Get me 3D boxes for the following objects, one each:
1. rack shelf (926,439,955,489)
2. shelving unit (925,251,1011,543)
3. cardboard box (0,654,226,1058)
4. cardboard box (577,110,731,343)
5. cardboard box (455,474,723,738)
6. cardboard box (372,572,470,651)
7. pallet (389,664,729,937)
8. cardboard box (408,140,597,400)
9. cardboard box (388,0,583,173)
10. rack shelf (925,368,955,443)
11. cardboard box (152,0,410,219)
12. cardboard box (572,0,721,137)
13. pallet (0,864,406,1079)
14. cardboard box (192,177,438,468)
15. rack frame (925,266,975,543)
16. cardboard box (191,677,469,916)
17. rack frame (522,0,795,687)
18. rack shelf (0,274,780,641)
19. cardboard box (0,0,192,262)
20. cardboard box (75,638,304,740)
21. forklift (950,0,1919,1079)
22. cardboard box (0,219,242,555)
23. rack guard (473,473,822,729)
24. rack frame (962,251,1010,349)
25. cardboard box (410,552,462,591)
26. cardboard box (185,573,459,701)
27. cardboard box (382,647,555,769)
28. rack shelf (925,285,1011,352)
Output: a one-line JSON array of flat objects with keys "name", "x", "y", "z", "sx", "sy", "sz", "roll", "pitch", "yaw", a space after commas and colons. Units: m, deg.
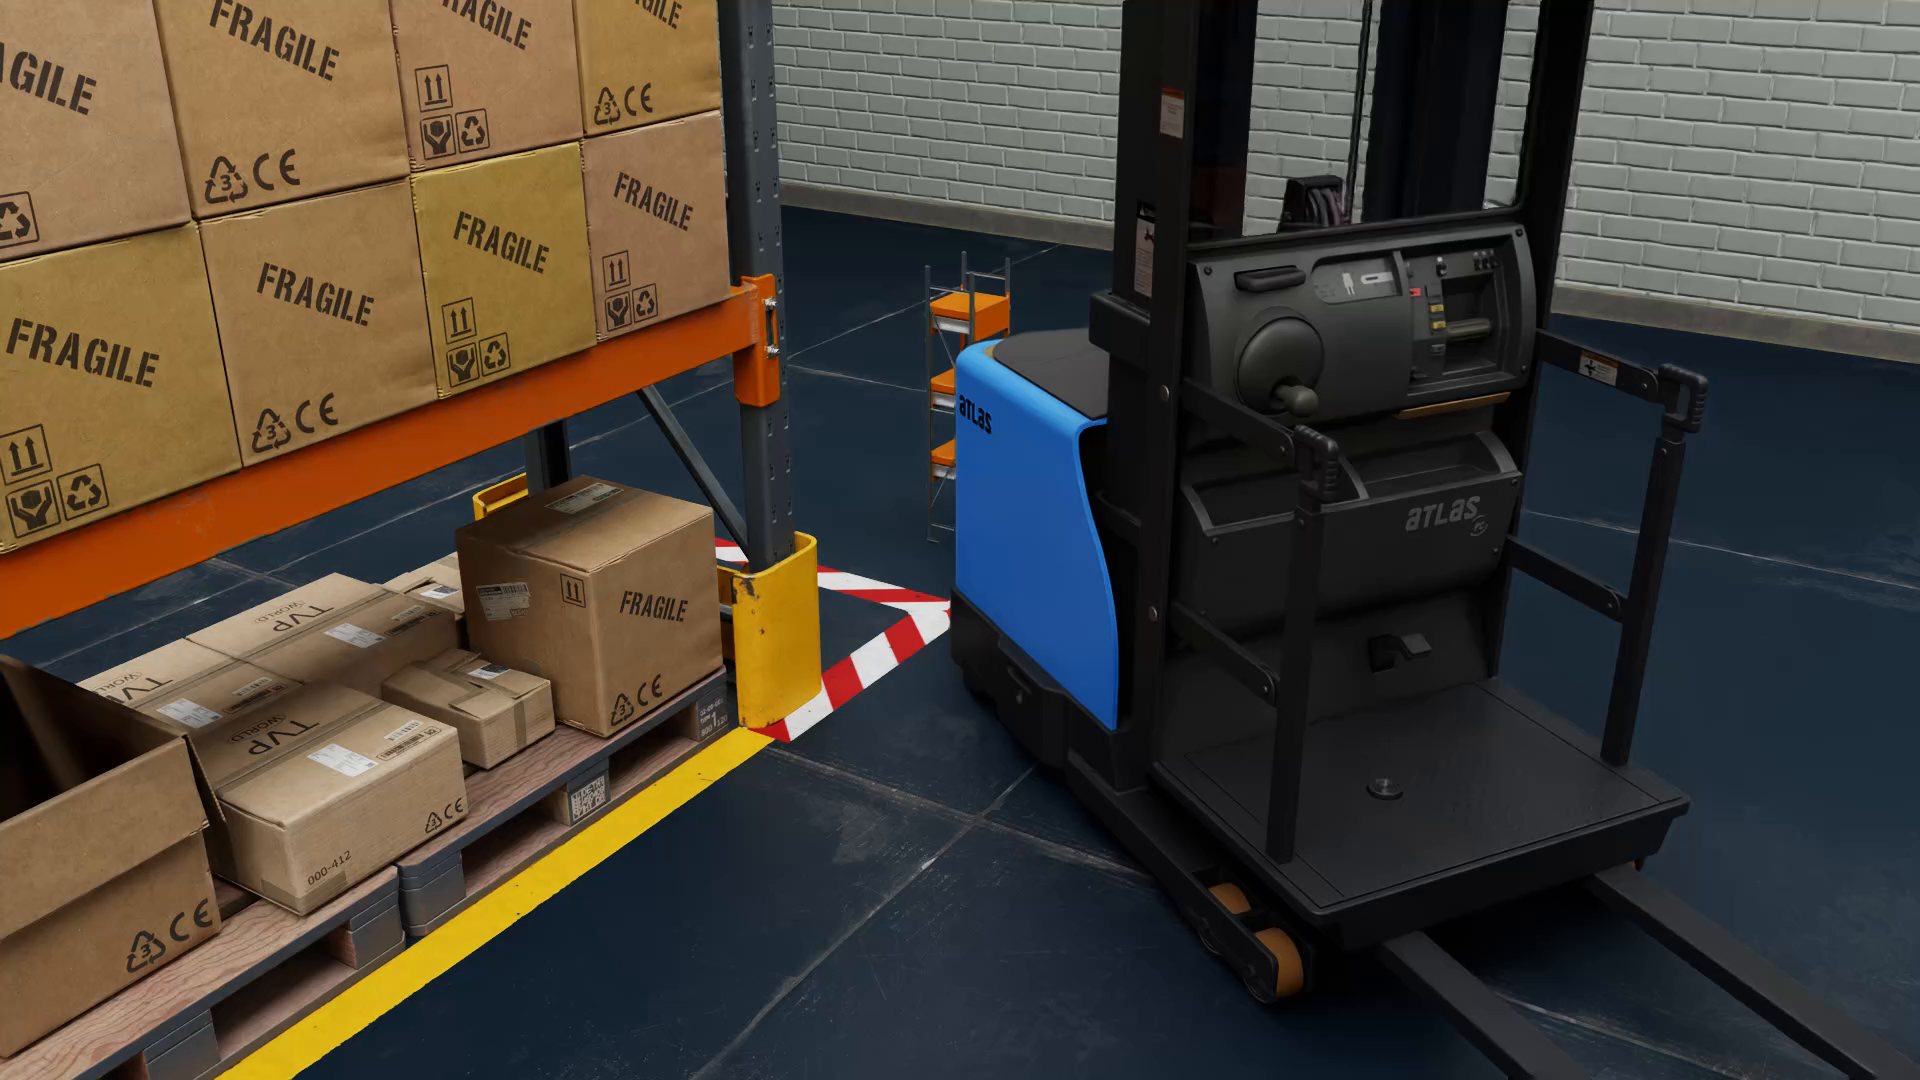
[{"name": "rack shelf", "x": 0.028, "y": -0.235, "z": 6.198, "sx": 0.215, "sy": 0.259, "sz": 0.240, "roll": 14, "pitch": 27, "yaw": 29}, {"name": "shelving unit", "x": 0.028, "y": -0.500, "z": 6.083, "sx": 0.215, "sy": 1.050, "sz": 0.252, "roll": 14, "pitch": 27, "yaw": 29}, {"name": "cardboard box", "x": -2.076, "y": 0.648, "z": 3.566, "sx": 0.797, "sy": 0.503, "sz": 0.637, "roll": 14, "pitch": 27, "yaw": 29}, {"name": "cardboard box", "x": -0.957, "y": -0.848, "z": 4.308, "sx": 0.500, "sy": 0.500, "sz": 0.500, "roll": 15, "pitch": 27, "yaw": 31}, {"name": "cardboard box", "x": -1.030, "y": 0.170, "z": 4.675, "sx": 0.500, "sy": 0.500, "sz": 0.500, "roll": 14, "pitch": 27, "yaw": 29}, {"name": "cardboard box", "x": -1.597, "y": 0.241, "z": 4.929, "sx": 0.380, "sy": 0.166, "sz": 0.250, "roll": 14, "pitch": 27, "yaw": 29}, {"name": "pallet", "x": -1.412, "y": 0.564, "z": 4.682, "sx": 1.003, "sy": 0.211, "sz": 1.213, "roll": 14, "pitch": 27, "yaw": 29}, {"name": "cardboard box", "x": -1.228, "y": -0.672, "z": 3.902, "sx": 0.500, "sy": 0.500, "sz": 0.500, "roll": 14, "pitch": 27, "yaw": 29}, {"name": "cardboard box", "x": -1.219, "y": -1.137, "z": 3.716, "sx": 0.500, "sy": 0.500, "sz": 0.500, "roll": 15, "pitch": 27, "yaw": 30}, {"name": "rack shelf", "x": 0.028, "y": -0.490, "z": 6.087, "sx": 0.215, "sy": 0.259, "sz": 0.240, "roll": 14, "pitch": 27, "yaw": 29}, {"name": "cardboard box", "x": -1.489, "y": -0.961, "z": 3.309, "sx": 0.500, "sy": 0.500, "sz": 0.500, "roll": 15, "pitch": 27, "yaw": 30}, {"name": "cardboard box", "x": -0.954, "y": -1.308, "z": 4.110, "sx": 0.500, "sy": 0.500, "sz": 0.500, "roll": 14, "pitch": 27, "yaw": 29}, {"name": "pallet", "x": -2.057, "y": 0.974, "z": 3.734, "sx": 1.003, "sy": 0.211, "sz": 1.213, "roll": 14, "pitch": 27, "yaw": 29}, {"name": "cardboard box", "x": -1.496, "y": -0.505, "z": 3.516, "sx": 0.500, "sy": 0.500, "sz": 0.500, "roll": 14, "pitch": 27, "yaw": 29}, {"name": "rack frame", "x": -0.036, "y": -0.459, "z": 5.988, "sx": 0.200, "sy": 1.050, "sz": 0.008, "roll": 14, "pitch": 27, "yaw": 29}, {"name": "cardboard box", "x": -1.556, "y": 0.599, "z": 3.998, "sx": 0.500, "sy": 0.250, "sz": 0.500, "roll": 14, "pitch": 27, "yaw": 29}, {"name": "rack frame", "x": -0.952, "y": -1.011, "z": 4.809, "sx": 1.000, "sy": 3.000, "sz": 0.127, "roll": 14, "pitch": 27, "yaw": 29}, {"name": "rack shelf", "x": -2.007, "y": -0.005, "z": 3.392, "sx": 1.077, "sy": 0.370, "sz": 4.000, "roll": 14, "pitch": 27, "yaw": 29}, {"name": "cardboard box", "x": -1.760, "y": -0.788, "z": 2.909, "sx": 0.500, "sy": 0.500, "sz": 0.500, "roll": 15, "pitch": 27, "yaw": 31}, {"name": "cardboard box", "x": -2.008, "y": 0.511, "z": 4.201, "sx": 0.500, "sy": 0.250, "sz": 0.500, "roll": 14, "pitch": 27, "yaw": 29}, {"name": "forklift", "x": 1.047, "y": -0.485, "z": 3.680, "sx": 1.130, "sy": 2.935, "sz": 3.031, "roll": -10, "pitch": 26, "yaw": -23}, {"name": "cardboard box", "x": -1.762, "y": -0.335, "z": 3.123, "sx": 0.500, "sy": 0.500, "sz": 0.500, "roll": 13, "pitch": 27, "yaw": 28}, {"name": "rack guard", "x": -0.992, "y": 0.162, "z": 5.246, "sx": 1.175, "sy": 0.500, "sz": 0.348, "roll": 14, "pitch": 27, "yaw": 29}, {"name": "rack frame", "x": 0.093, "y": -0.541, "z": 6.178, "sx": 0.200, "sy": 1.050, "sz": 0.008, "roll": 14, "pitch": 27, "yaw": 29}, {"name": "cardboard box", "x": -1.465, "y": 0.165, "z": 5.128, "sx": 0.380, "sy": 0.149, "sz": 0.250, "roll": 14, "pitch": 27, "yaw": 29}, {"name": "cardboard box", "x": -1.744, "y": 0.342, "z": 4.591, "sx": 0.500, "sy": 0.250, "sz": 0.500, "roll": 14, "pitch": 27, "yaw": 29}, {"name": "cardboard box", "x": -1.320, "y": 0.441, "z": 4.469, "sx": 0.380, "sy": 0.166, "sz": 0.250, "roll": 14, "pitch": 27, "yaw": 29}, {"name": "rack shelf", "x": 0.028, "y": -0.751, "z": 5.975, "sx": 0.215, "sy": 0.259, "sz": 0.240, "roll": 14, "pitch": 27, "yaw": 29}]
